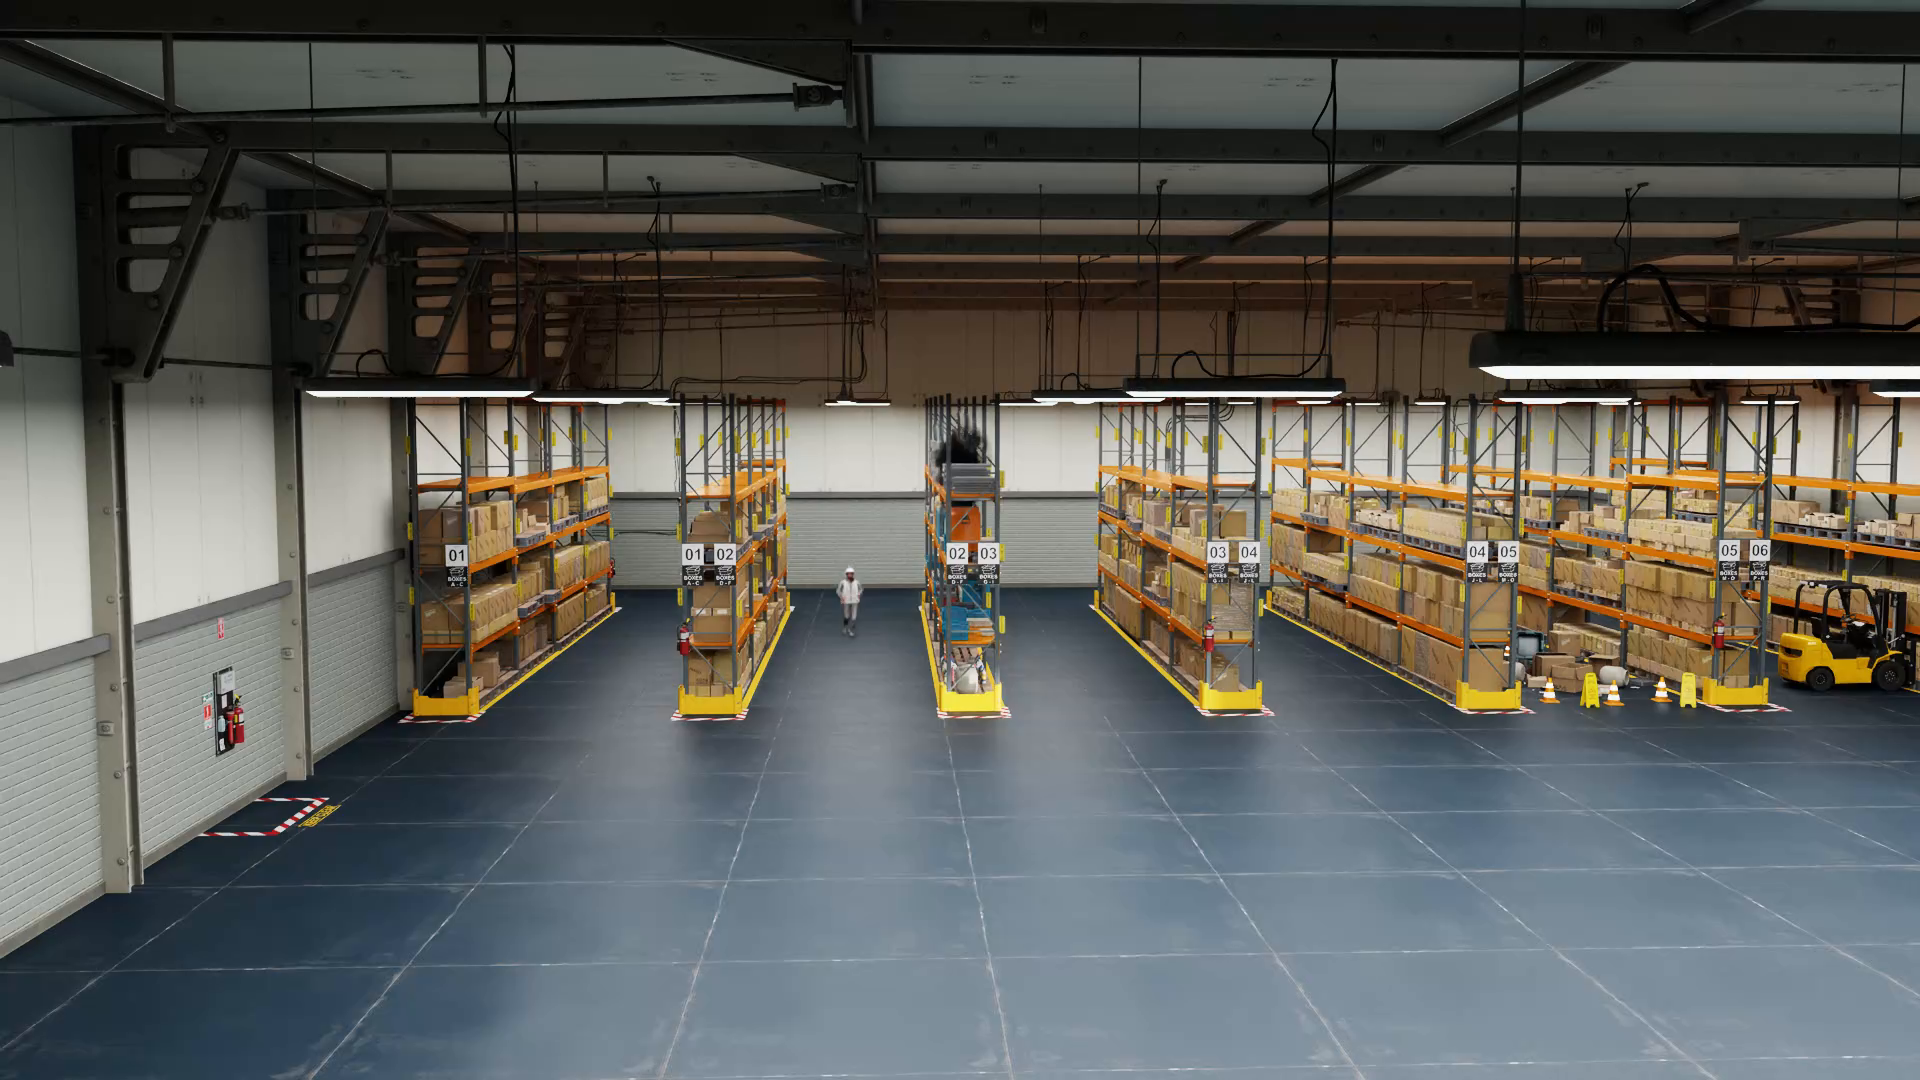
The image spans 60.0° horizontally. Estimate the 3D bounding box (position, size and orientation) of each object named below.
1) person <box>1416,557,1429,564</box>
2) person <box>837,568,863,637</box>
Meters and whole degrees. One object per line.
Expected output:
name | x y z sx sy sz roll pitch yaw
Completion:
person | 13.759 0.946 49.399 0.857 1.777 0.811 -1 5 -11
person | -2.747 1.564 41.705 0.655 1.723 0.598 -1 5 -12
